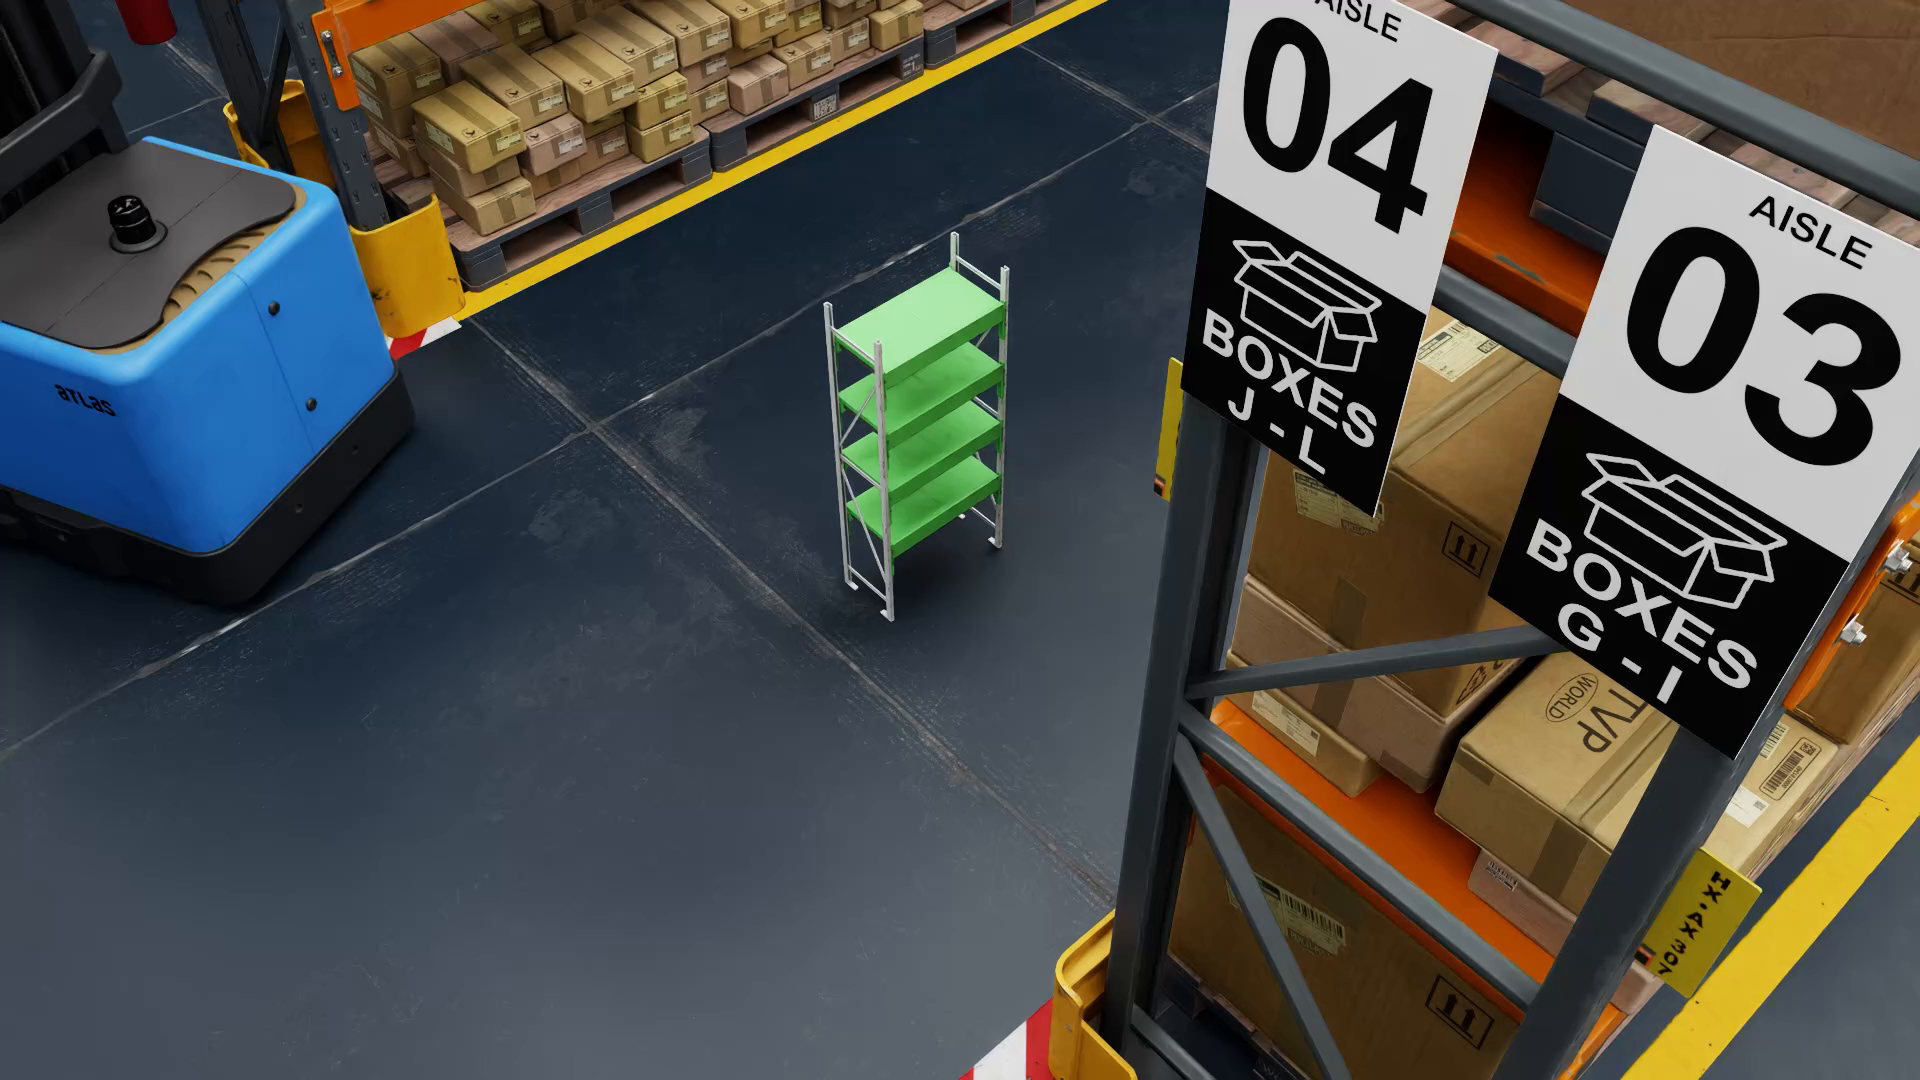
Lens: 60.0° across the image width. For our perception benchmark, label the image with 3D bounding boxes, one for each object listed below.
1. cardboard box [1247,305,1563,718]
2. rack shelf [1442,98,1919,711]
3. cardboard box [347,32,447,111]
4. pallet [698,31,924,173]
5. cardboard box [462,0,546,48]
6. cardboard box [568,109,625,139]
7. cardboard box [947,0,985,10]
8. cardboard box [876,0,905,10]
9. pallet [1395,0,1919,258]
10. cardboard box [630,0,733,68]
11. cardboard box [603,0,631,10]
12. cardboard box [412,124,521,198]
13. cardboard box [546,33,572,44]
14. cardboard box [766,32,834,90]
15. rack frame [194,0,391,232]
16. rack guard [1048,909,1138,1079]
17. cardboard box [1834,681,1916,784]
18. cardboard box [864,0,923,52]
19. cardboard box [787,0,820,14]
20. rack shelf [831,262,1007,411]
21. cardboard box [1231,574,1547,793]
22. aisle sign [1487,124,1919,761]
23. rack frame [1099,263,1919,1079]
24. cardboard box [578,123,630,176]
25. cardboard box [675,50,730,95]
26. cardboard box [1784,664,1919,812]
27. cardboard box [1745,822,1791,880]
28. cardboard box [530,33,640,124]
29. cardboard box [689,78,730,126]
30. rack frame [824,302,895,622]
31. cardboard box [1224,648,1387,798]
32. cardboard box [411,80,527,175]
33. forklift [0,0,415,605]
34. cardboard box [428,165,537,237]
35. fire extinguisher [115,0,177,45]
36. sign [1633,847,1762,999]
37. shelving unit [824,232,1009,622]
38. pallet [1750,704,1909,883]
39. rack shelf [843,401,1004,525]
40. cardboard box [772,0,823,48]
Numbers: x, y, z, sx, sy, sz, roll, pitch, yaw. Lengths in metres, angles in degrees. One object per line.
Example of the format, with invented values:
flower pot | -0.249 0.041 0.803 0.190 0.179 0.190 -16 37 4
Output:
cardboard box | 0.930 -0.087 3.179 0.500 0.500 0.500 -33 55 -27
rack shelf | 2.226 -1.161 3.229 4.000 0.370 1.077 -34 56 -27
cardboard box | -2.294 -1.923 6.732 0.250 0.149 0.380 -33 55 -27
pallet | -0.932 -2.220 7.655 1.213 0.211 1.003 -34 56 -27
cardboard box | -1.964 -2.213 7.000 0.250 0.149 0.380 -35 56 -28
cardboard box | -1.593 -1.816 6.836 0.250 0.149 0.380 -33 55 -27
cardboard box | -0.018 -2.671 7.828 0.250 0.149 0.380 -36 57 -28
cardboard box | -0.380 -2.582 7.543 0.250 0.149 0.380 -32 55 -26
pallet | 1.288 -0.758 2.428 1.213 0.211 1.003 -34 56 -27
cardboard box | -1.164 -2.154 6.946 0.250 0.149 0.380 -32 55 -26
cardboard box | -1.568 -2.470 7.237 0.250 0.149 0.380 -32 55 -26
cardboard box | -1.955 -1.542 6.583 0.250 0.149 0.380 -32 55 -26
cardboard box | -1.666 -2.173 7.166 0.250 0.149 0.380 -34 56 -28
cardboard box | -0.777 -2.179 7.373 0.250 0.149 0.380 -34 56 -27
rack frame | -2.516 -2.146 5.689 0.127 3.000 1.000 -34 56 -27
rack guard | 0.729 1.461 4.062 0.348 0.500 1.175 -34 56 -27
cardboard box | 1.801 0.306 3.597 0.250 0.149 0.380 -35 56 -28
cardboard box | -0.383 -2.408 7.585 0.250 0.149 0.380 -34 56 -27
cardboard box | -0.817 -2.435 7.205 0.250 0.149 0.380 -34 56 -27
rack shelf | -0.122 -0.607 4.928 0.480 0.148 0.258 -34 56 -27
cardboard box | 0.926 0.167 3.454 0.500 0.250 0.500 -35 56 -28
aisle sign | 0.895 -0.082 2.016 0.004 0.787 0.394 -34 56 -27
rack frame | 0.746 0.601 3.154 0.127 3.000 1.000 -34 56 -27
cardboard box | -1.595 -1.707 6.938 0.250 0.149 0.380 -33 55 -27
cardboard box | -1.198 -2.066 7.067 0.380 0.149 0.250 36 57 29
cardboard box | 1.663 0.200 3.424 0.500 0.250 0.500 -34 56 -28
cardboard box | 1.420 0.563 3.361 0.250 0.149 0.380 -35 56 -28
cardboard box | -1.504 -1.854 6.669 0.250 0.149 0.380 -34 56 -27
cardboard box | -1.207 -1.952 7.164 0.250 0.149 0.380 -34 56 -27
rack frame | -0.303 -0.204 5.122 0.015 1.200 0.240 -34 56 -27
cardboard box | 0.788 0.331 3.574 0.250 0.149 0.380 -33 55 -27
cardboard box | -1.899 -1.598 6.432 0.250 0.149 0.380 -36 57 -29
forklift | -3.550 -1.492 5.133 3.031 2.935 1.130 17 50 15
cardboard box | -1.913 -1.407 6.661 0.250 0.149 0.380 -33 55 -26
fire extinguisher | -3.012 -2.120 5.971 0.183 0.674 0.296 -34 56 -27
sign | 1.115 0.585 2.526 0.005 0.325 0.100 -34 56 -27
shelving unit | -0.122 -0.325 5.234 0.503 1.200 0.258 -34 56 -27
pallet | 2.188 0.509 5.137 1.213 0.211 1.003 -34 56 -27
rack shelf | -0.122 -0.282 5.280 0.480 0.148 0.258 -34 56 -27
cardboard box | -0.818 -2.351 7.330 0.250 0.149 0.380 -31 55 -26
